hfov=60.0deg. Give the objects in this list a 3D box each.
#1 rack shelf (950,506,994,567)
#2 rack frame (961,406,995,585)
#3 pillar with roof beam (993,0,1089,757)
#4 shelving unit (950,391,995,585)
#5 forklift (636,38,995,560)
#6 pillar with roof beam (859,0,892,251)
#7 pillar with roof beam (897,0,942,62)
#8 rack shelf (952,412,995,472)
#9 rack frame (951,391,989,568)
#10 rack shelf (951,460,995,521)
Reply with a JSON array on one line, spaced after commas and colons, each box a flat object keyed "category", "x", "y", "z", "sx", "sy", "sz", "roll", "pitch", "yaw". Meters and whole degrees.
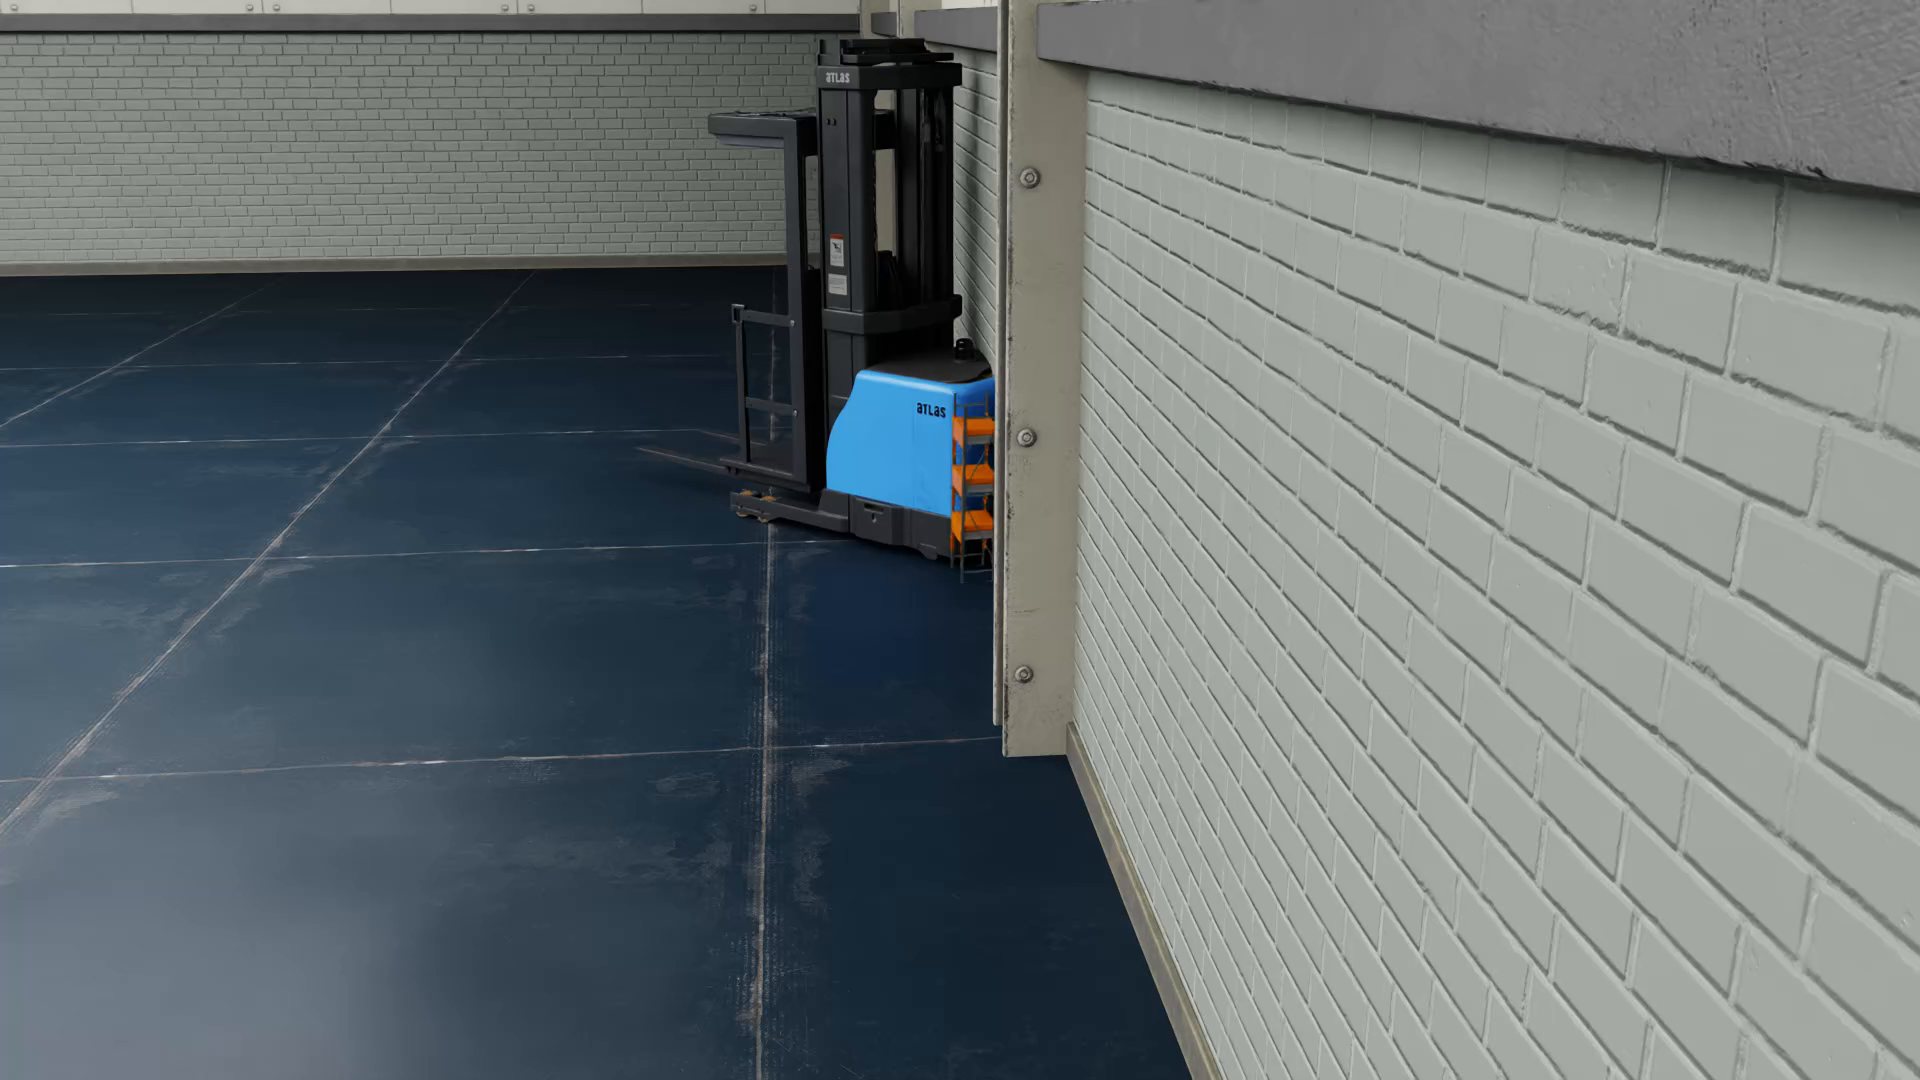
[{"category": "rack shelf", "x": 0.077, "y": -0.021, "z": 9.423, "sx": 0.215, "sy": 0.259, "sz": 0.240, "roll": -4, "pitch": 22, "yaw": -13}, {"category": "rack frame", "x": 0.110, "y": -0.245, "z": 9.206, "sx": 0.200, "sy": 1.050, "sz": 0.008, "roll": -4, "pitch": 22, "yaw": -13}, {"category": "pillar with roof beam", "x": -3.958, "y": -3.286, "z": 5.621, "sx": 9.100, "sy": 9.000, "sz": 0.400, "roll": -2, "pitch": 18, "yaw": -6}, {"category": "shelving unit", "x": 0.082, "y": -0.289, "z": 9.316, "sx": 0.215, "sy": 1.050, "sz": 0.252, "roll": -4, "pitch": 22, "yaw": -13}, {"category": "forklift", "x": -0.845, "y": -1.618, "z": 10.438, "sx": 3.031, "sy": 2.935, "sz": 1.130, "roll": 13, "pitch": 22, "yaw": 37}, {"category": "pillar with roof beam", "x": -5.196, "y": -6.861, "z": 17.009, "sx": 9.100, "sy": 9.000, "sz": 0.400, "roll": -2, "pitch": 18, "yaw": -6}, {"category": "pillar with roof beam", "x": -4.577, "y": -5.074, "z": 11.315, "sx": 9.100, "sy": 9.000, "sz": 0.400, "roll": -2, "pitch": 18, "yaw": -6}, {"category": "rack shelf", "x": 0.087, "y": -0.543, "z": 9.214, "sx": 0.215, "sy": 0.259, "sz": 0.240, "roll": -4, "pitch": 22, "yaw": -13}, {"category": "rack frame", "x": 0.053, "y": -0.334, "z": 9.426, "sx": 0.200, "sy": 1.050, "sz": 0.008, "roll": -4, "pitch": 22, "yaw": -13}, {"category": "rack shelf", "x": 0.082, "y": -0.279, "z": 9.320, "sx": 0.215, "sy": 0.259, "sz": 0.240, "roll": -4, "pitch": 22, "yaw": -13}]
